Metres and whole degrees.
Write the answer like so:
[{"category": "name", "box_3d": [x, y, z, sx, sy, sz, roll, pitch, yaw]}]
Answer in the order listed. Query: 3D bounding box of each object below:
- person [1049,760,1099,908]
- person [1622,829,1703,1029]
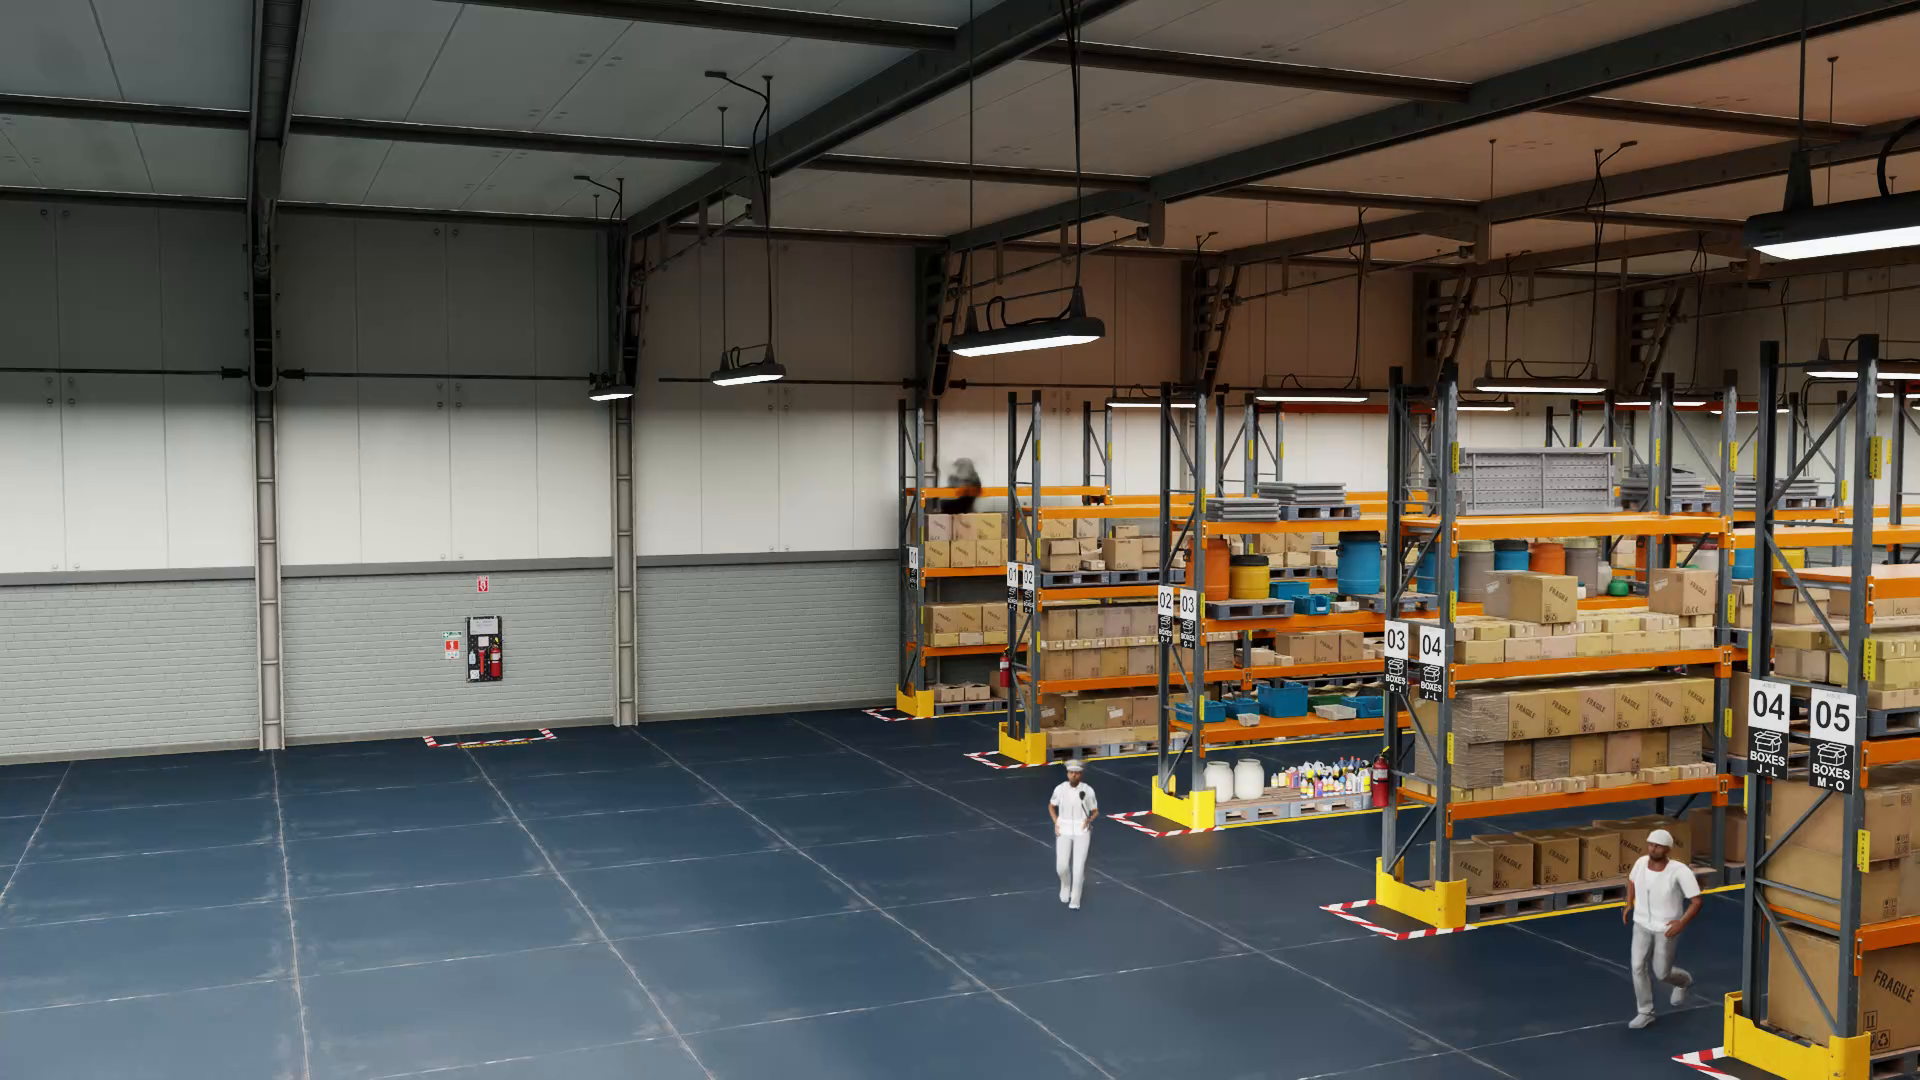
[{"category": "person", "box_3d": [1.246, 3.253, 18.379, 0.567, 1.659, 0.556, 0, 3, 8]}, {"category": "person", "box_3d": [6.261, 3.436, 14.840, 0.793, 1.750, 0.727, -3, 4, -39]}]
